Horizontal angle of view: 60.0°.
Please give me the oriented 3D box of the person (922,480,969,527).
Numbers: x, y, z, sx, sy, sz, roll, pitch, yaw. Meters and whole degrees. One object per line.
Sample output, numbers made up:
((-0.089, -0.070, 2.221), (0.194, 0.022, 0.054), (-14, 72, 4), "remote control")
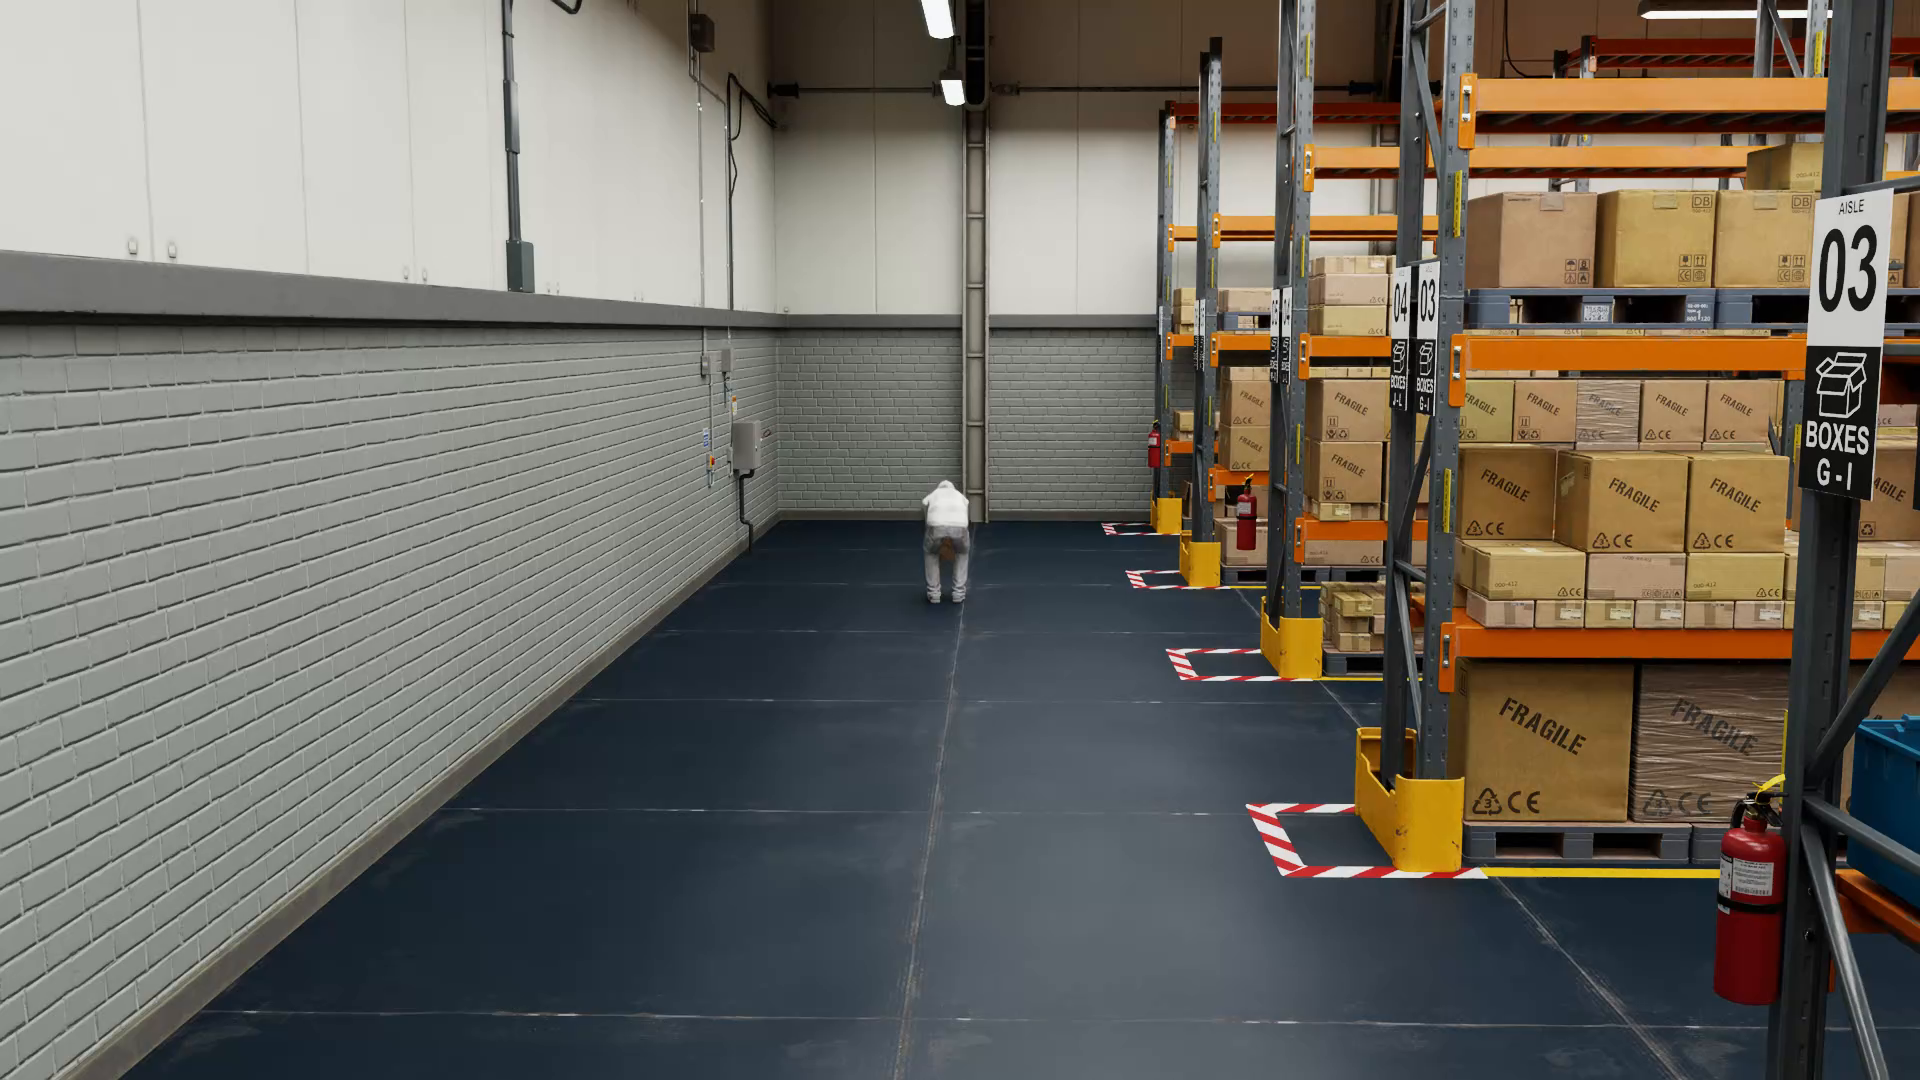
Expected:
((-0.151, -0.173, 17.735), (0.504, 0.864, 0.953), (0, 7, -1), "person")
